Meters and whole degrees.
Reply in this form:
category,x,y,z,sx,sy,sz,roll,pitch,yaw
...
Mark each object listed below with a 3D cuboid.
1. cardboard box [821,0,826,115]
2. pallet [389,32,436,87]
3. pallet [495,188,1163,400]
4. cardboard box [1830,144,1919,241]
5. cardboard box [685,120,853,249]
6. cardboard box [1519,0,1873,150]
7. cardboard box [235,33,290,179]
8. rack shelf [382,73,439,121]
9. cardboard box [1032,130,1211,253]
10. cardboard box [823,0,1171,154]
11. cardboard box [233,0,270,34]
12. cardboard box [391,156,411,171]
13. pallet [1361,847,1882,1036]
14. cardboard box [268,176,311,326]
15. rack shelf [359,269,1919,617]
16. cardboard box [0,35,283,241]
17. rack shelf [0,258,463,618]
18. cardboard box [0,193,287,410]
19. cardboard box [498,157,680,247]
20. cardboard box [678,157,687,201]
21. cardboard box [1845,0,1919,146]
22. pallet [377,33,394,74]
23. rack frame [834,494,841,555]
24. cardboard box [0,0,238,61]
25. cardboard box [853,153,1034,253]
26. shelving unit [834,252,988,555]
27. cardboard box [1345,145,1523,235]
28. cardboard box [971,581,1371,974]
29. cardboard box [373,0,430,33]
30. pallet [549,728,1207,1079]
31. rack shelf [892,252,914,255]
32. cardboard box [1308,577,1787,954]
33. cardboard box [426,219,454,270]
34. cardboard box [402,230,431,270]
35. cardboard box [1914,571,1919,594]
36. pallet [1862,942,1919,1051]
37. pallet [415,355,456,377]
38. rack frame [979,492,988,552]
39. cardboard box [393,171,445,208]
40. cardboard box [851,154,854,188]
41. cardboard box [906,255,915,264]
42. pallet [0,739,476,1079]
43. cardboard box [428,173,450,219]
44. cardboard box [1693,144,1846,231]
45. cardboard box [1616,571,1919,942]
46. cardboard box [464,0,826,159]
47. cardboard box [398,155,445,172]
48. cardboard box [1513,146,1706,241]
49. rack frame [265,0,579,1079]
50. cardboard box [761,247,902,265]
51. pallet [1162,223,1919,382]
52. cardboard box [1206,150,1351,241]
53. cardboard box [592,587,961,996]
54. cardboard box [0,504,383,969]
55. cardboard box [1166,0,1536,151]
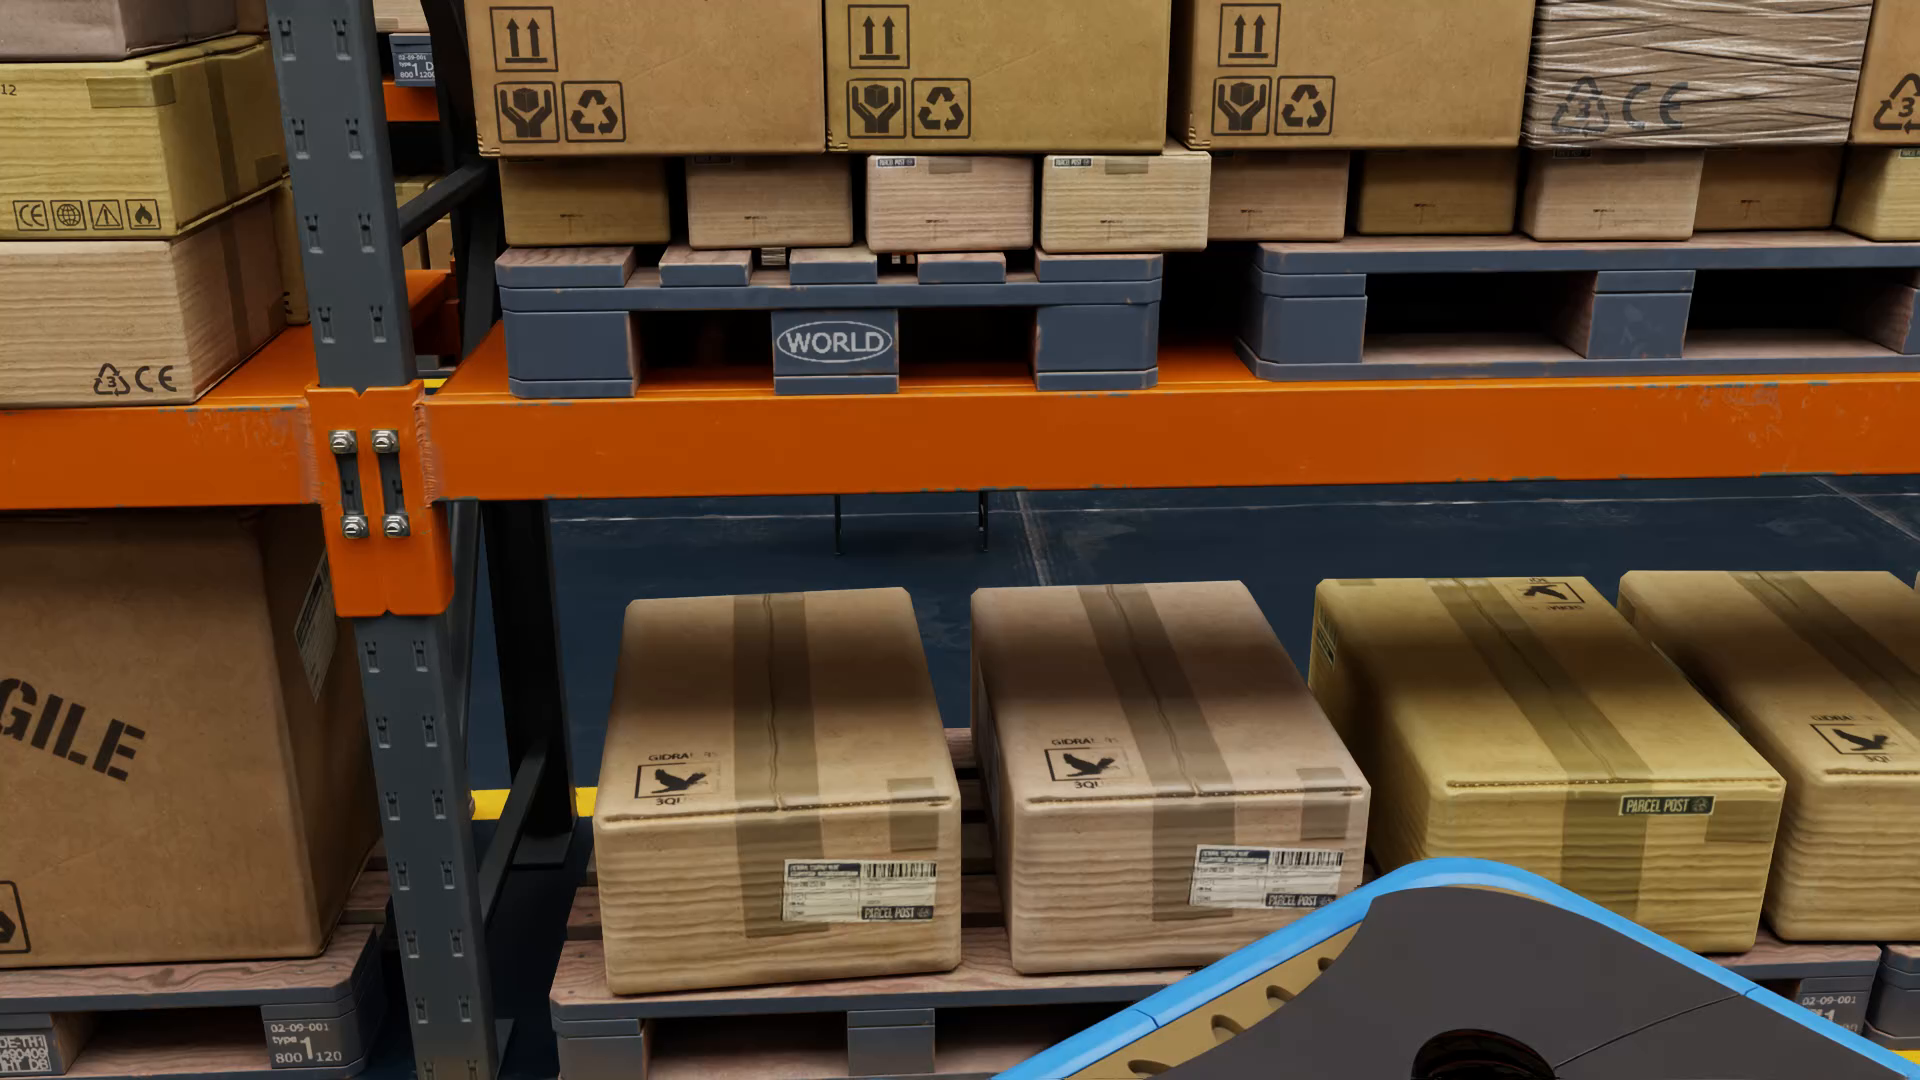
category,x,y,z,sx,sy,sz,roll,pitch,yaw
cardboard box,-0.492,-1.061,3.042,0.500,0.500,0.500,-2,21,-5
pallet,-1.890,-2.205,7.468,1.003,0.211,1.213,-1,21,-3
pallet,-0.225,-0.533,3.075,1.003,0.211,1.213,-1,21,-3
cardboard box,1.546,-0.607,2.761,0.250,0.149,0.380,-1,21,-3
cardboard box,-0.311,-0.584,2.702,0.250,0.149,0.380,-2,21,-6
cardboard box,1.082,-0.913,2.655,0.500,0.500,0.500,-2,21,-5
cardboard box,-1.450,-0.812,3.045,0.500,0.250,0.500,-1,21,-3
rack shelf,-3.214,-1.957,7.556,4.000,0.370,1.077,-1,21,-3
cardboard box,0.241,-0.571,2.669,0.250,0.149,0.380,-1,21,-3
cardboard box,0.052,-0.893,2.601,0.500,0.500,0.500,0,21,0
cardboard box,-1.436,-1.161,2.910,0.500,0.500,0.500,-2,21,-5
cardboard box,-2.801,-1.741,7.988,0.250,0.149,0.380,-2,21,-4
pallet,1.065,0.694,3.503,1.213,0.211,1.003,-1,21,-3
cardboard box,-1.433,-0.580,3.139,0.500,0.250,0.500,-2,21,-4
rack shelf,1.067,-0.275,3.139,4.000,0.370,1.077,-1,21,-3
cardboard box,-1.399,-0.634,2.579,0.500,0.250,0.500,-1,21,-3
rack shelf,-2.927,-0.194,2.925,4.000,0.370,1.077,-1,21,-3
cardboard box,-1.420,-0.398,2.661,0.500,0.250,0.500,-2,21,-5
cardboard box,-0.595,-0.590,2.718,0.250,0.149,0.380,-2,21,-6
cardboard box,-0.616,-0.740,3.111,0.250,0.149,0.380,0,21,-1
cardboard box,1.605,-0.924,2.684,0.500,0.500,0.500,0,21,-1
pallet,-3.158,-2.203,7.461,1.213,0.211,1.003,-1,21,-3
rack frame,-0.409,-0.552,5.386,0.015,1.200,0.240,-1,21,-3
cardboard box,-1.431,-0.981,2.437,0.500,0.500,0.500,-2,21,-5
cardboard box,-0.035,-0.573,2.673,0.250,0.149,0.380,-3,21,-7
shelving unit,-0.165,-0.557,5.399,0.503,1.200,0.258,-1,21,-3
cardboard box,0.757,-0.623,2.806,0.250,0.149,0.380,0,21,-1
cardboard box,0.371,0.435,3.364,0.625,0.372,0.950,-2,21,-4
cardboard box,-2.252,-2.324,7.129,0.500,0.250,0.500,-2,21,-6
pallet,-0.150,0.717,3.440,1.213,0.211,1.003,-1,21,-3
rack shelf,-0.165,-0.925,5.259,0.480,0.148,0.258,-1,21,-3
cardboard box,1.128,0.422,3.400,0.625,0.372,0.950,0,21,-1
cardboard box,-2.127,-1.270,7.665,0.500,0.500,0.500,-1,21,-4
cardboard box,-2.650,-1.259,7.635,0.500,0.500,0.500,0,21,-1
cardboard box,2.540,0.392,3.480,0.625,0.372,0.950,-1,21,-2
pallet,2.286,0.668,3.571,1.213,0.211,1.003,-1,21,-3
pallet,-1.965,-1.029,8.027,1.213,0.211,1.003,-1,21,-3
rack frame,0.078,-0.562,5.412,0.015,1.200,0.240,-1,21,-3
cardboard box,-2.498,-1.570,7.539,0.250,0.149,0.380,-1,21,-1
cardboard box,-0.104,-0.792,3.248,0.250,0.149,0.380,-1,21,-4
cardboard box,0.058,-1.444,7.946,0.625,0.625,0.875,0,21,-1
pallet,-1.722,0.722,3.428,1.213,0.211,1.003,-1,21,-3
cardboard box,-2.232,-1.559,7.511,0.250,0.149,0.380,-2,21,-5
cardboard box,1.277,-0.638,2.843,0.250,0.149,0.380,-2,21,-5
cardboard box,1.822,0.407,3.438,0.625,0.372,0.950,0,21,0
cardboard box,-0.468,-0.880,2.567,0.500,0.500,0.500,-2,21,-5
cardboard box,-2.543,-1.763,8.048,0.250,0.149,0.380,-2,21,-6
cardboard box,1.021,-0.606,2.759,0.250,0.149,0.380,-1,21,-1
rack frame,-0.930,-0.571,2.904,0.127,3.000,1.000,-1,21,-3
cardboard box,-0.594,-1.428,7.903,0.625,0.625,0.875,-1,21,-1
pallet,1.044,-0.536,3.082,1.213,0.211,1.003,-1,21,-3
cardboard box,0.477,-0.604,2.754,0.250,0.149,0.380,0,21,0
cardboard box,-0.365,0.453,3.318,0.625,0.372,0.950,-3,21,-7
cardboard box,-1.624,0.211,3.248,0.875,0.875,0.875,-1,21,-4
cardboard box,0.582,-0.906,2.636,0.500,0.500,0.500,-1,21,-2
